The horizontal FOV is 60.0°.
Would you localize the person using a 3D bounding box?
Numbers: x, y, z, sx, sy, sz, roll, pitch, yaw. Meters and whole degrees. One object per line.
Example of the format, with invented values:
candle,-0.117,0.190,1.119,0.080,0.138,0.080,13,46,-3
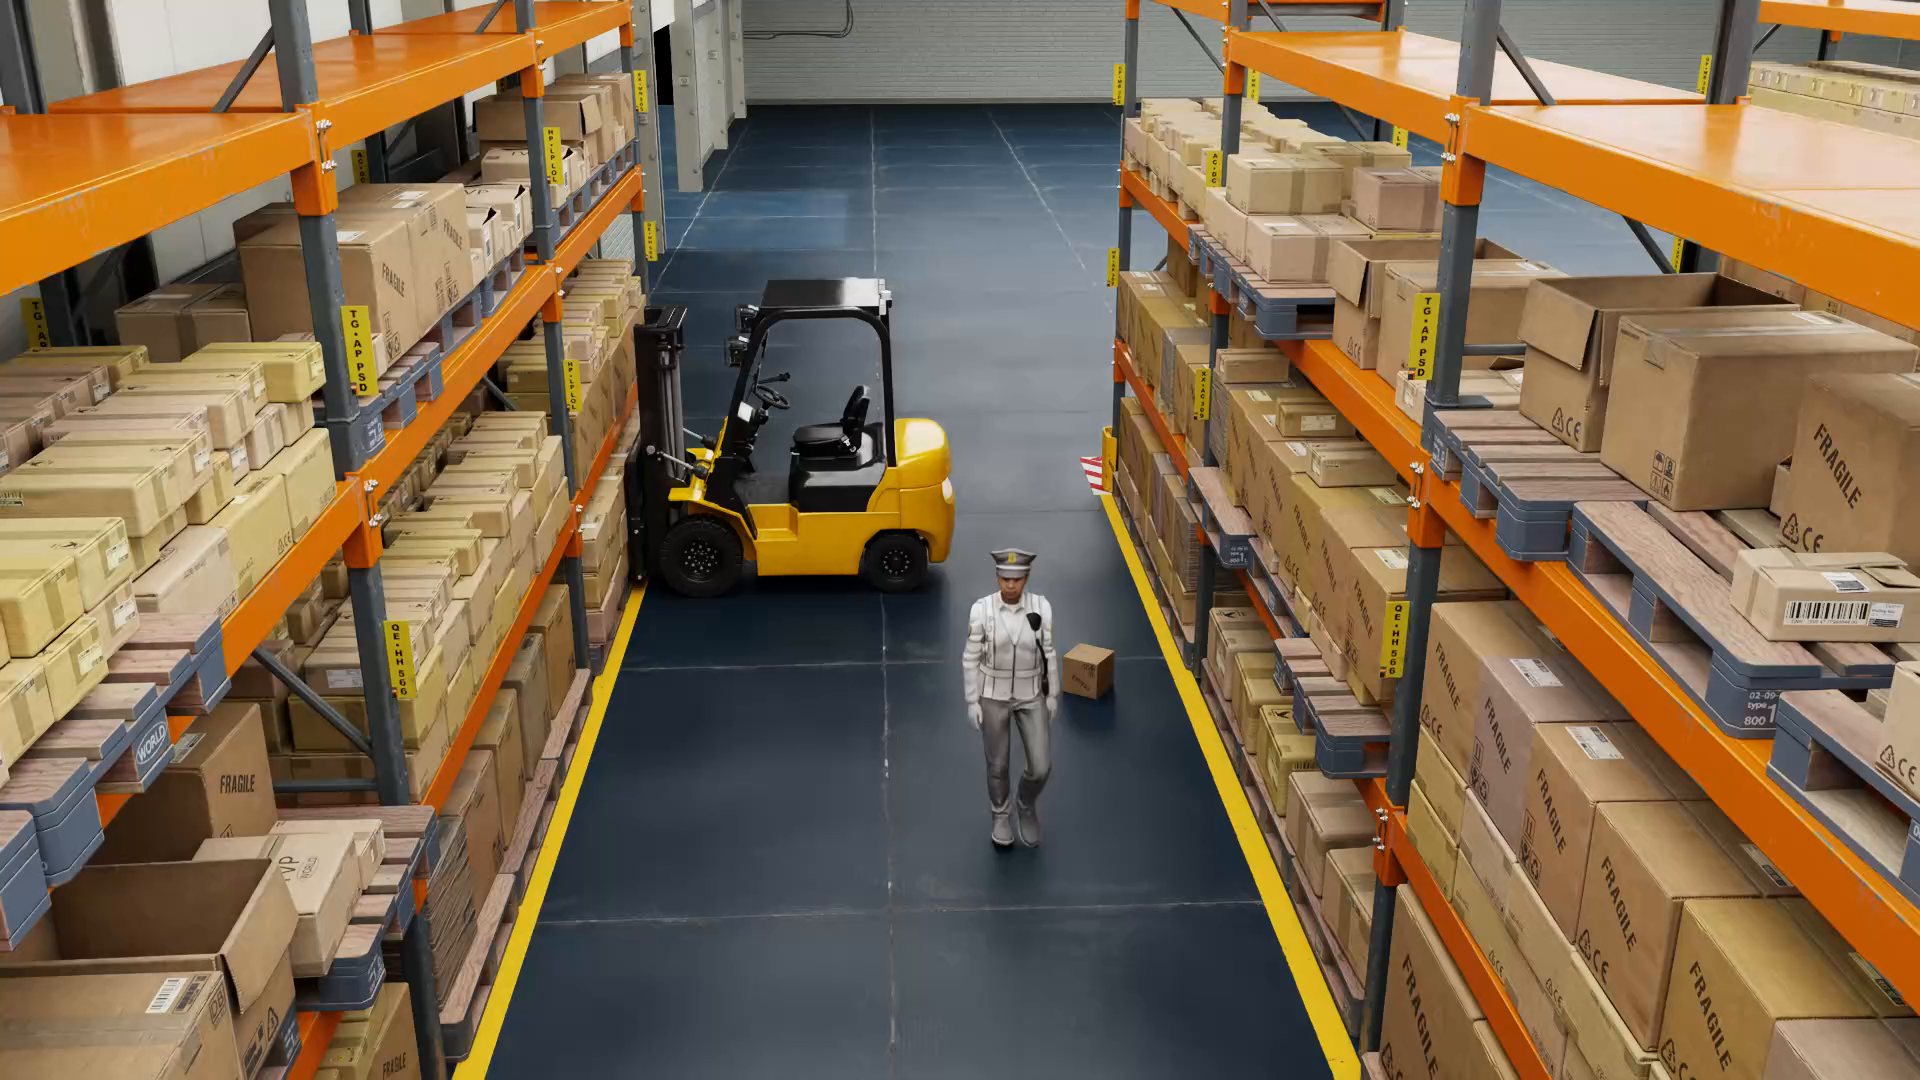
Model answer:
person,0.271,0.857,8.721,0.516,1.706,0.430,-1,21,-1
